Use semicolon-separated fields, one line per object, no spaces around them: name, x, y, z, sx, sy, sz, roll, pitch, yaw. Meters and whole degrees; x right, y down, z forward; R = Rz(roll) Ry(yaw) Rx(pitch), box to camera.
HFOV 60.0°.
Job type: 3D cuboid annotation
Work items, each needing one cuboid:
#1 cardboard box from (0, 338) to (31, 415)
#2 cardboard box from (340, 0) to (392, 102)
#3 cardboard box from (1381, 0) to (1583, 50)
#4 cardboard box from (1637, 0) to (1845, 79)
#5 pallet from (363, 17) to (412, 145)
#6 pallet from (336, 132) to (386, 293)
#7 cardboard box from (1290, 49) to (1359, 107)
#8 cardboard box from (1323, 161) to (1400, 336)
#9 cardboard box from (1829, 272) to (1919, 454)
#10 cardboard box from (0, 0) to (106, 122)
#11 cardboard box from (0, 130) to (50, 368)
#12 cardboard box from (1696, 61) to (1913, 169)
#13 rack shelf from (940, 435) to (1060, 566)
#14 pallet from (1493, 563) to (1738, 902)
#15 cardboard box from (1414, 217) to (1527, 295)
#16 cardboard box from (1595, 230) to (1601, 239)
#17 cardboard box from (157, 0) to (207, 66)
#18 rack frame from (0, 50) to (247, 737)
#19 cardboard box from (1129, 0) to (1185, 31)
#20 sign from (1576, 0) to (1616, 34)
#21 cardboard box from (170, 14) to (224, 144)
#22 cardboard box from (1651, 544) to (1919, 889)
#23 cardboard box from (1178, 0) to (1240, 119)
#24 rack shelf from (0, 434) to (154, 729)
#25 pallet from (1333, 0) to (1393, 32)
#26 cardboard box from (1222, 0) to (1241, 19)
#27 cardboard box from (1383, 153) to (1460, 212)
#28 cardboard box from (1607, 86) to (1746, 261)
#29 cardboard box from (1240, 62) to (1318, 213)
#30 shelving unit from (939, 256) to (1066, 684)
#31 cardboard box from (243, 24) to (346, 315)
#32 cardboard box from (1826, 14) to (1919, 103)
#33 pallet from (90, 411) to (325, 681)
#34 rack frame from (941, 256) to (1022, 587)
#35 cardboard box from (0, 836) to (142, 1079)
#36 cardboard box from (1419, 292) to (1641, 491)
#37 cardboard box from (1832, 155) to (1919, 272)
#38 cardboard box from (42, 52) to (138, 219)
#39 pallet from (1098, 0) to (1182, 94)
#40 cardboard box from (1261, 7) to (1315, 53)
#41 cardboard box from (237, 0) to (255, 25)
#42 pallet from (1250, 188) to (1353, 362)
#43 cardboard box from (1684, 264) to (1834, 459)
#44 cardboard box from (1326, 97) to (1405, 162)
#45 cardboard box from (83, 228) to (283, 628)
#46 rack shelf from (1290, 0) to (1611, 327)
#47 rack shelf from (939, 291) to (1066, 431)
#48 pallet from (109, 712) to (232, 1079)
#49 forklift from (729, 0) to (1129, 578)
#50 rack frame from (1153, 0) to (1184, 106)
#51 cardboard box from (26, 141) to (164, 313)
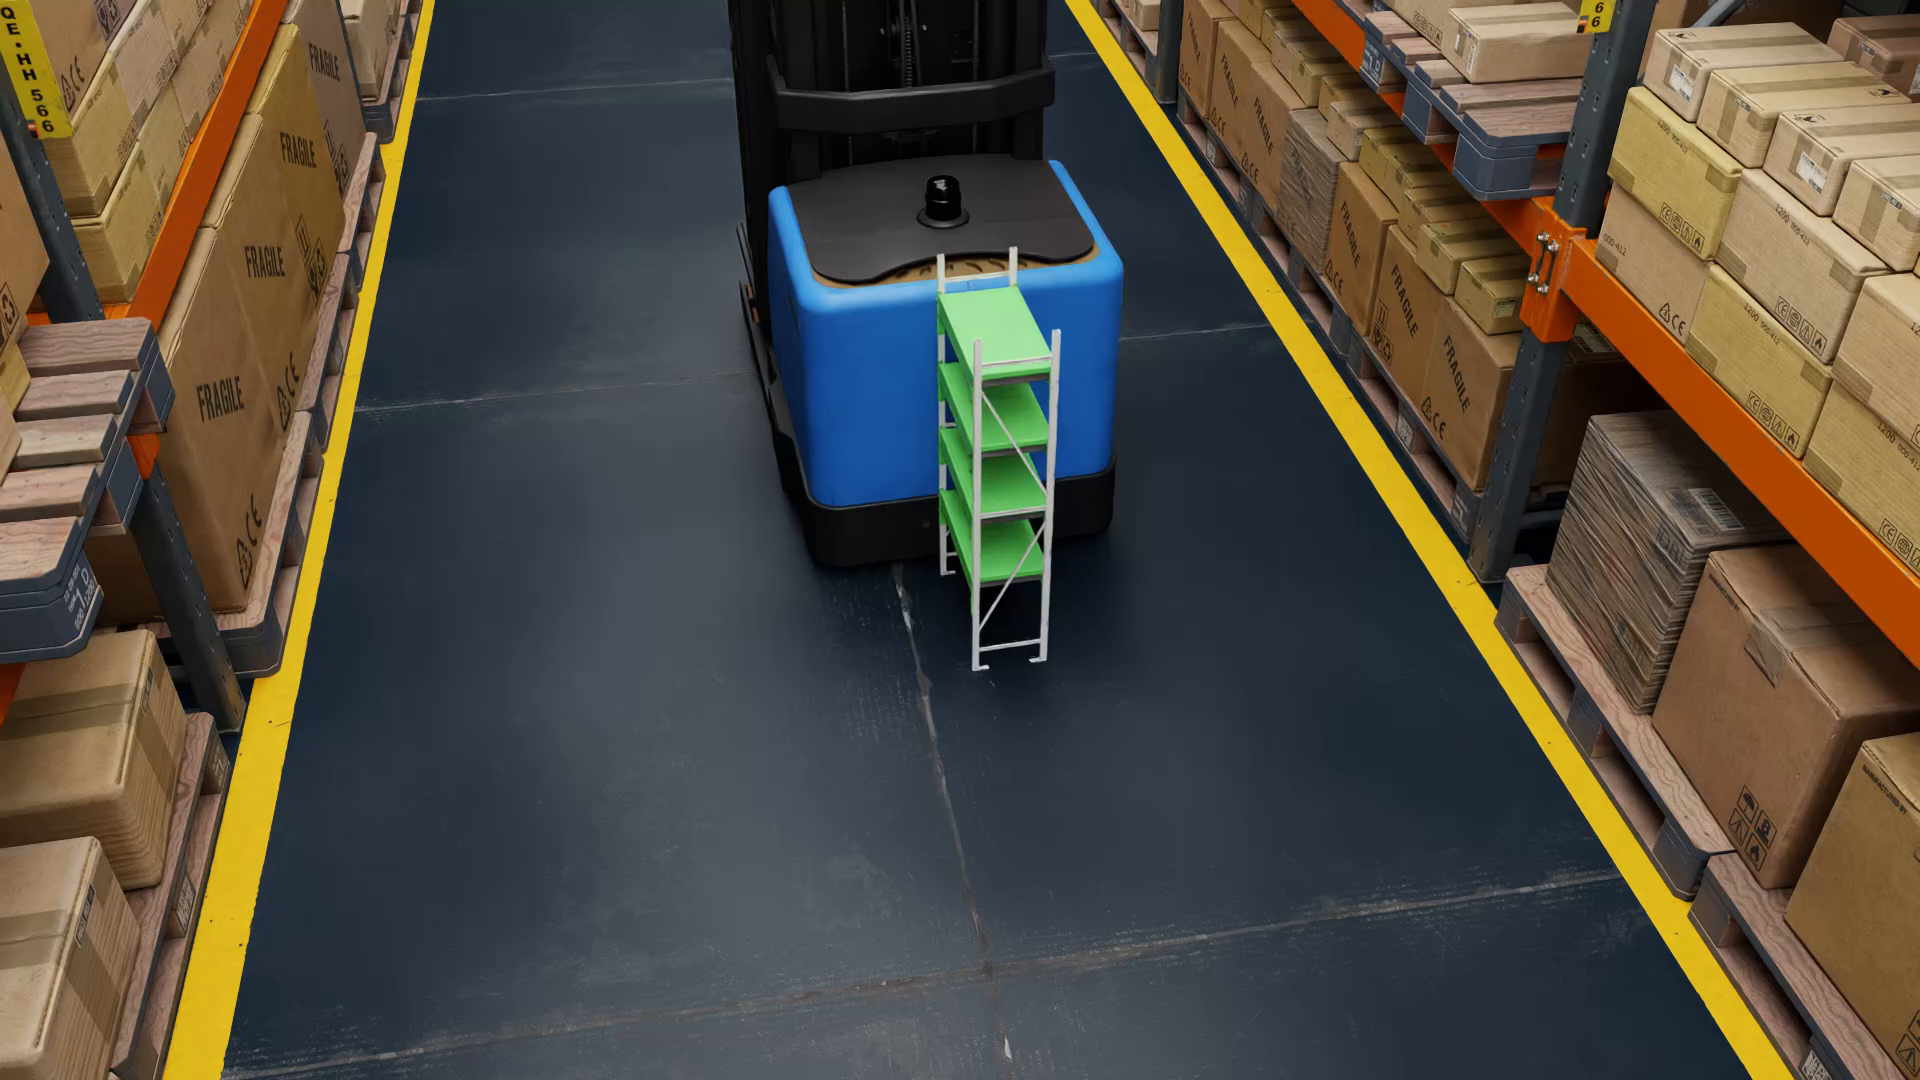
cardboard box;-2.258;-0.324;3.584;0.380;0.149;0.250;-6;38;-7
cardboard box;-3.371;-2.545;8.327;0.875;0.438;0.875;-7;38;-9
cardboard box;1.717;-1.829;5.439;0.500;0.250;0.500;-8;39;-10
cardboard box;2.285;-1.653;5.009;0.500;0.500;0.500;-5;38;-6
pallet;-3.423;-2.366;8.624;1.003;0.211;1.213;-6;38;-8
pallet;-3.157;-1.441;7.433;1.003;0.211;1.213;-6;38;-8
cardboard box;1.611;-1.944;6.973;0.380;0.149;0.250;-5;38;-6
cardboard box;1.763;-1.150;6.481;0.500;0.500;0.500;-5;38;-6
cardboard box;2.219;-0.343;3.462;0.500;0.250;0.500;-7;38;-9
cardboard box;-2.511;-1.342;4.137;0.500;0.500;0.500;-7;38;-9
cardboard box;-2.312;-0.662;3.491;0.500;0.500;0.500;-7;38;-9
cardboard box;2.035;-1.030;4.021;0.380;0.149;0.250;-5;38;-7
rack shelf;0.116;-0.141;5.057;0.258;0.148;0.480;-8;39;-10
pallet;2.327;0.483;4.957;1.003;0.211;1.213;-6;38;-8
cardboard box;1.807;-0.988;5.743;0.380;0.149;0.250;-8;39;-10
cardboard box;2.416;-1.067;5.845;0.380;0.149;0.250;-5;38;-7
cardboard box;-2.676;-1.669;5.169;0.500;0.250;0.500;-6;38;-8
rack frame;-2.665;-0.584;4.057;1.000;3.000;0.127;-6;38;-8
cardboard box;1.133;-2.881;8.995;0.380;0.149;0.250;-7;38;-9
sign;1.688;-1.482;4.333;0.100;0.325;0.005;-6;38;-8
cardboard box;-2.697;-1.473;5.323;0.500;0.250;0.500;-5;38;-6
cardboard box;2.439;0.424;4.353;0.875;0.625;0.625;-5;38;-6
cardboard box;1.383;-2.398;8.087;0.500;0.500;0.500;-5;38;-6
rack shelf;-2.315;0.908;2.722;1.077;0.370;4.000;-6;38;-8
pallet;1.875;-2.218;6.317;1.003;0.211;1.213;-6;38;-8
cardboard box;1.445;-2.567;7.775;0.380;0.149;0.250;-7;38;-9
cardboard box;1.802;-1.316;6.165;0.380;0.149;0.250;-5;38;-7
cardboard box;2.034;-0.961;4.257;0.500;0.250;0.500;-6;38;-8
cardboard box;1.569;-1.776;7.286;0.500;0.500;0.500;-7;38;-9
shelving unit;0.116;-0.191;5.018;0.258;1.200;0.503;-8;39;-10
cardboard box;-3.013;-1.416;6.517;0.875;0.875;0.875;-5;38;-7
cardboard box;2.477;-1.241;4.292;0.380;0.149;0.250;-5;38;-6
pallet;-2.729;0.033;5.536;1.003;0.211;1.213;-6;38;-8
rack frame;0.063;-0.337;5.206;0.240;1.200;0.015;-8;39;-10
cardboard box;-2.439;1.075;3.721;0.950;0.372;0.625;-7;38;-9
cardboard box;1.935;-0.531;5.684;0.500;0.500;0.500;-5;38;-7
cardboard box;2.163;-0.721;3.623;0.380;0.149;0.250;-6;38;-7
cardboard box;-2.511;-1.055;4.377;0.500;0.250;0.500;-6;38;-8
pallet;1.400;-2.850;9.246;1.003;0.211;1.213;-6;38;-8
cardboard box;1.563;-2.249;7.366;0.380;0.149;0.250;-7;38;-9
cardboard box;-2.882;-2.082;6.108;0.500;0.250;0.500;-7;38;-9
pallet;1.917;-1.209;7.134;1.003;0.211;1.213;-6;38;-8
cardboard box;2.141;-0.462;4.022;0.500;0.250;0.500;-7;38;-9
cardboard box;1.680;-1.630;6.570;0.380;0.149;0.250;-8;39;-10
cardboard box;-2.705;-0.337;5.128;0.875;0.875;0.875;-7;38;-8
rack shelf;1.870;-2.044;6.522;1.077;0.370;4.000;-6;38;-8
rack shelf;0.116;-0.520;4.763;0.258;0.148;0.480;-8;39;-10
pallet;-2.530;0.989;4.304;1.003;0.211;1.213;-6;38;-8
forklift;-0.280;-1.939;5.857;1.130;2.935;3.031;-8;39;-10
rack frame;1.520;-3.536;7.857;1.000;3.000;0.127;-6;38;-8
cardboard box;-2.503;-0.847;4.518;0.500;0.250;0.500;-7;38;-9
